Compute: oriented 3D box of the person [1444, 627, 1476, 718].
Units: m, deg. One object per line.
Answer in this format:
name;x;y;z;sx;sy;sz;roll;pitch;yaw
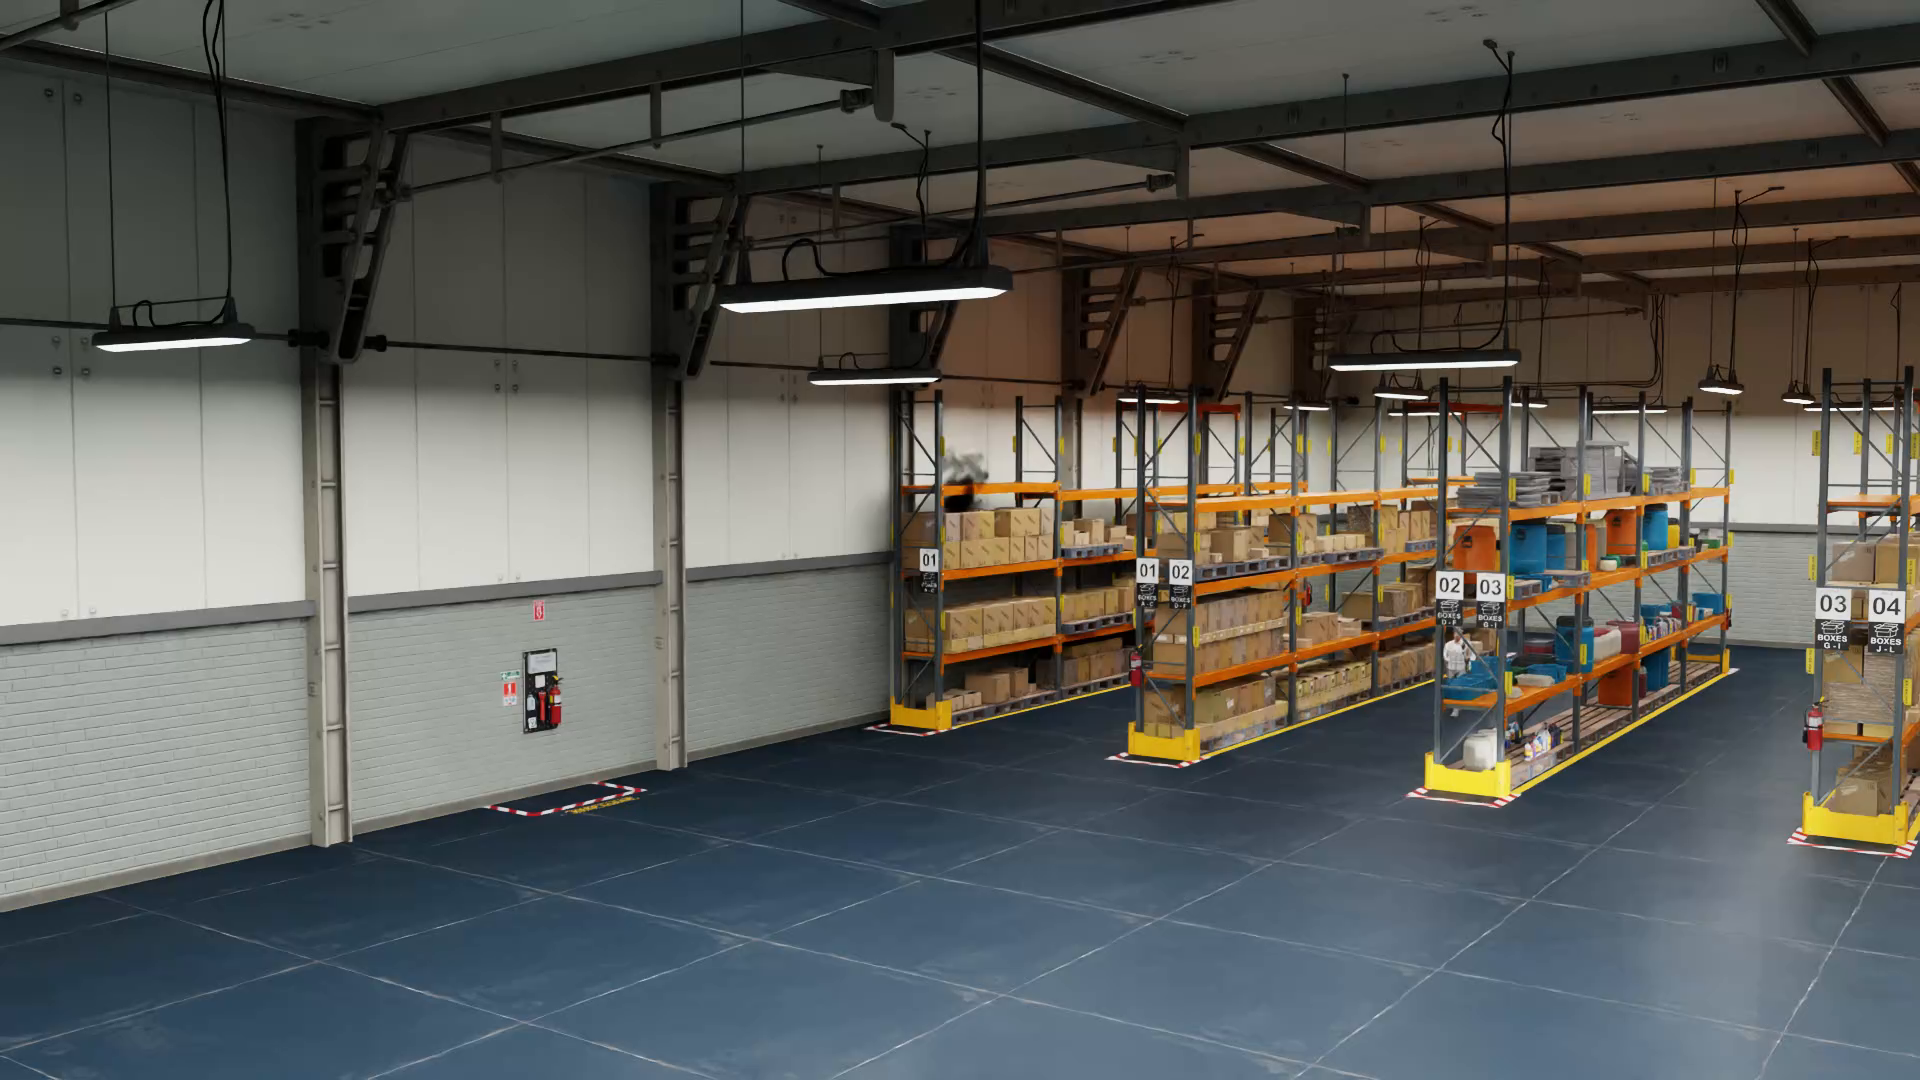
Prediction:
person;9.259;2.422;30.934;0.625;1.667;0.838;2;4;28
